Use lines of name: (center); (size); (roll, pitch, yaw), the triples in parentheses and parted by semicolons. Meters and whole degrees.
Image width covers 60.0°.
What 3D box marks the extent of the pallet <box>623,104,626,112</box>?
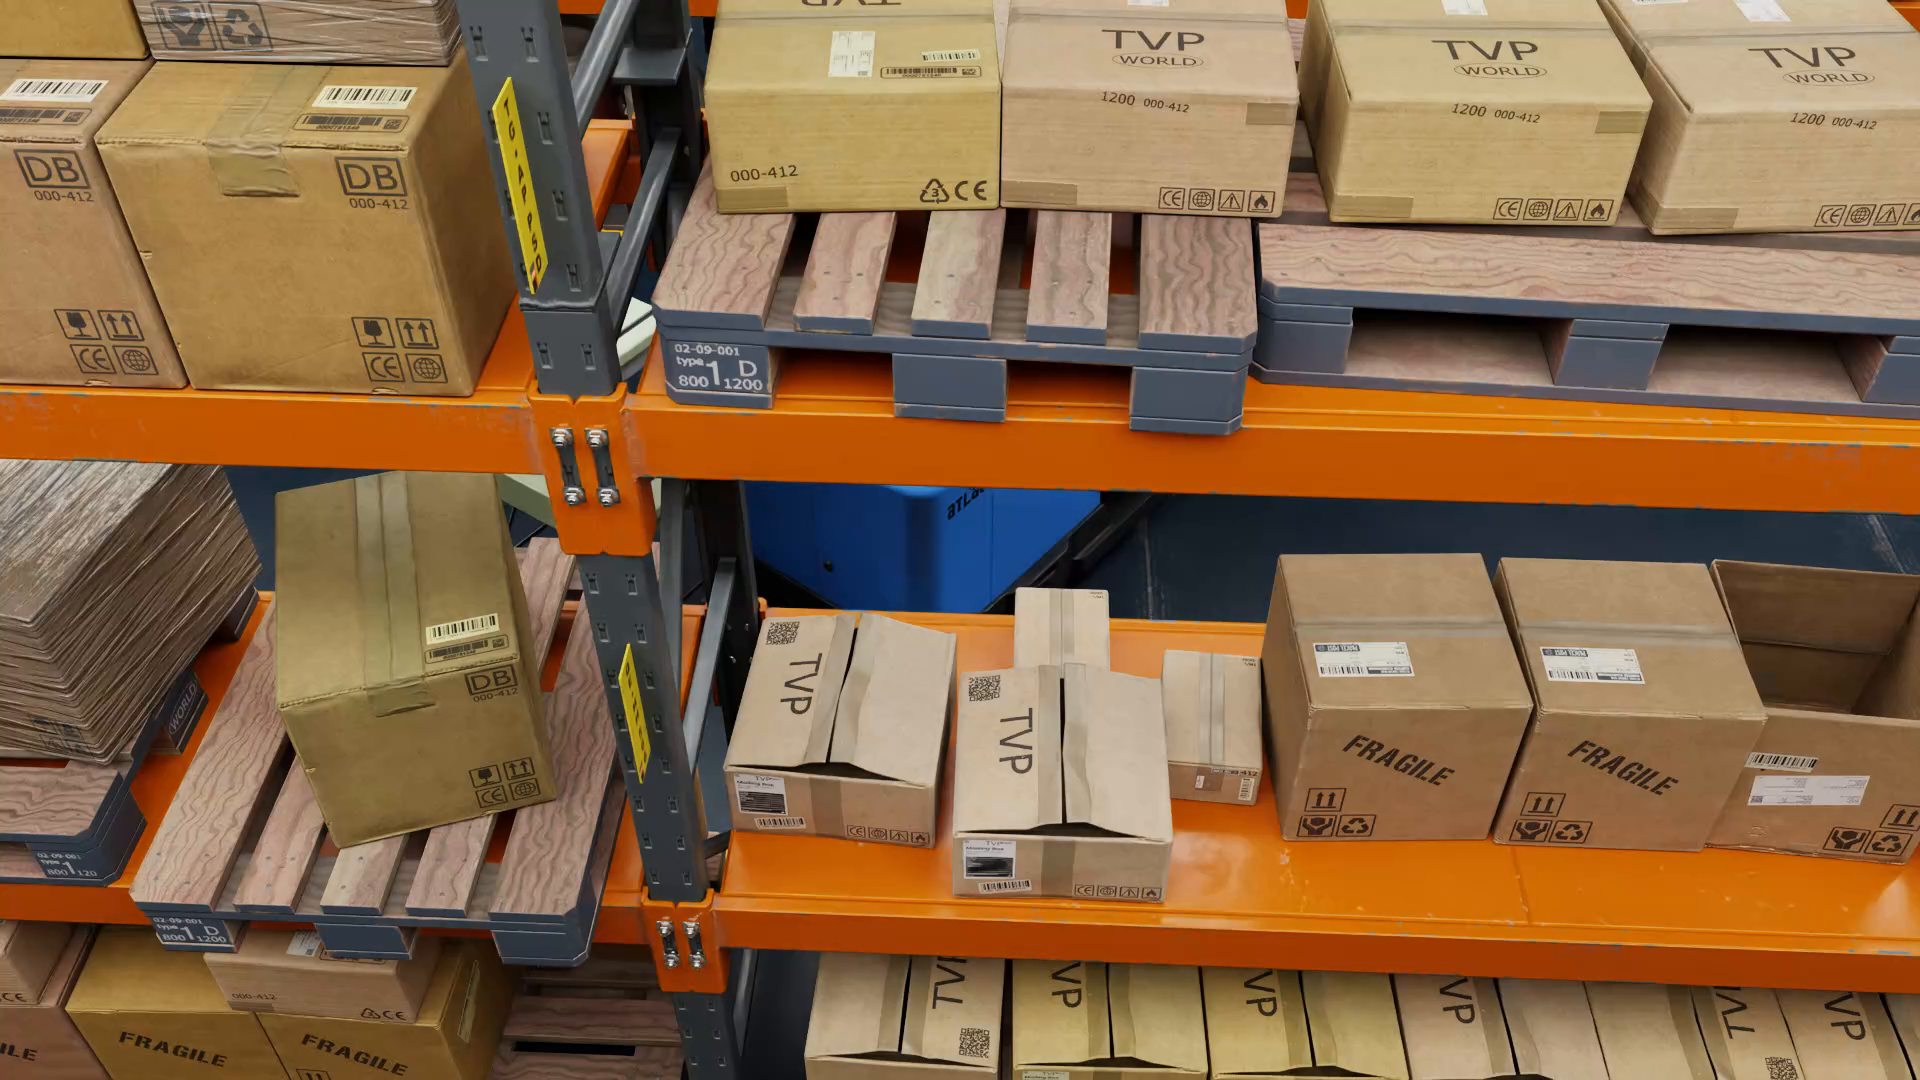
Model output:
pallet: (-2.422, -2.009, 8.751); (1.213, 0.211, 1.003); (2, 43, 2)

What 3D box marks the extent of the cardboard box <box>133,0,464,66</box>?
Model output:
cardboard box: (-1.080, -1.139, 2.764); (0.500, 0.500, 0.500); (2, 43, 2)

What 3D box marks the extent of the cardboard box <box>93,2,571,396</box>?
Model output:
cardboard box: (-1.081, -0.746, 3.076); (0.500, 0.500, 0.910); (2, 43, 2)

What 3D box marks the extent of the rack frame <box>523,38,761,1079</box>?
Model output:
rack frame: (-0.644, 0.379, 4.143); (0.127, 3.000, 1.000); (2, 43, 2)

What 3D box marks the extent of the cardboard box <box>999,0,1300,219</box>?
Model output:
cardboard box: (0.336, -0.838, 3.050); (0.500, 0.250, 0.500); (3, 43, 3)

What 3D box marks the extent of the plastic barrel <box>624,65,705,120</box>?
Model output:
plastic barrel: (-1.475, -2.197, 8.425); (0.421, 0.512, 0.421); (0, 43, 0)

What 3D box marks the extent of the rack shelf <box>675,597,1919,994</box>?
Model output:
rack shelf: (1.354, 0.704, 4.322); (4.000, 0.370, 1.077); (2, 43, 2)

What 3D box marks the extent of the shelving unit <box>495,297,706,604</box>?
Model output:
shelving unit: (-1.368, -0.382, 6.059); (0.755, 1.500, 0.431); (25, 49, 25)

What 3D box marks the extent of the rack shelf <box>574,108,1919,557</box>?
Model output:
rack shelf: (1.354, -0.394, 3.299); (4.000, 0.370, 1.077); (2, 43, 2)

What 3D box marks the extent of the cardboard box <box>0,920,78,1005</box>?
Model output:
cardboard box: (-2.668, 0.962, 4.478); (0.500, 0.250, 0.500); (1, 43, 1)

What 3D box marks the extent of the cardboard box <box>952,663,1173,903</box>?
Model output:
cardboard box: (0.241, 0.571, 4.002); (0.500, 0.311, 0.500); (1, 43, 1)

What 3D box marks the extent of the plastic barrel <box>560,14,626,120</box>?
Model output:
plastic barrel: (-2.035, -2.303, 8.483); (0.708, 0.588, 0.600); (2, 43, 2)

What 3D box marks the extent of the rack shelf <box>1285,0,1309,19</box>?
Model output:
rack shelf: (1.581, -2.669, 7.942); (4.000, 0.370, 1.077); (2, 43, 2)

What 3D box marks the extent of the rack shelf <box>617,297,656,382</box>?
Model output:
rack shelf: (-1.368, -0.667, 5.793); (0.720, 0.370, 0.431); (25, 49, 25)

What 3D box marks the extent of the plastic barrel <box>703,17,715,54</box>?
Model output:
plastic barrel: (-0.907, -2.357, 8.363); (0.708, 0.830, 0.600); (2, 43, 2)

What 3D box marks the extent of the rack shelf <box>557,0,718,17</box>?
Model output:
rack shelf: (-2.415, -2.792, 8.074); (4.000, 0.370, 1.077); (2, 43, 2)

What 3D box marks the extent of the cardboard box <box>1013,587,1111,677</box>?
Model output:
cardboard box: (0.267, 0.310, 4.400); (0.250, 0.149, 0.380); (2, 43, 2)

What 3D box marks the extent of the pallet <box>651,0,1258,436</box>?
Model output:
pallet: (0.038, -0.689, 3.227); (1.003, 0.211, 1.213); (4, 43, 4)

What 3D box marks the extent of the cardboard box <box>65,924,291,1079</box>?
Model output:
cardboard box: (-2.106, 1.248, 4.721); (0.500, 0.500, 0.500); (0, 43, 0)

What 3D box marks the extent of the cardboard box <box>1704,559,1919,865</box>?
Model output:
cardboard box: (2.059, 0.414, 4.031); (0.500, 0.500, 0.500); (5, 43, 5)

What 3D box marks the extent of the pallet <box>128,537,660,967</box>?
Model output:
pallet: (-1.324, 0.476, 4.179); (1.003, 0.211, 1.213); (2, 43, 2)

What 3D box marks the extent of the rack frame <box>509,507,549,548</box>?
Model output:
rack frame: (-1.669, -0.524, 6.212); (0.023, 1.500, 0.400); (25, 49, 25)

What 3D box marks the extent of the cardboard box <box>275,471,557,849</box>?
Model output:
cardboard box: (-1.278, 0.246, 3.904); (0.500, 0.500, 0.700); (-12, 44, -12)

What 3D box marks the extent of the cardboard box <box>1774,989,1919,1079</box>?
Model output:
cardboard box: (2.414, 1.320, 4.430); (0.500, 0.311, 0.500); (3, 43, 3)

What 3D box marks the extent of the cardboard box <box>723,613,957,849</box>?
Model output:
cardboard box: (-0.283, 0.453, 4.129); (0.500, 0.311, 0.500); (4, 43, 5)

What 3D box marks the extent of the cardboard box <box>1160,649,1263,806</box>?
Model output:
cardboard box: (0.632, 0.472, 4.227); (0.250, 0.149, 0.380); (5, 43, 5)

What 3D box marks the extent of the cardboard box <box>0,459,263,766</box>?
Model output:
cardboard box: (-2.183, 0.088, 4.073); (0.500, 0.500, 0.700); (9, 44, 10)

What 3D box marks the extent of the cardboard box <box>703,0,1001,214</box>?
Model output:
cardboard box: (-0.188, -0.842, 3.054); (0.500, 0.250, 0.500); (-1, 43, -1)

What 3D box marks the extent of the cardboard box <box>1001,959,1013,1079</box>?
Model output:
cardboard box: (0.368, 1.462, 4.689); (0.500, 0.250, 0.500); (1, 43, 1)

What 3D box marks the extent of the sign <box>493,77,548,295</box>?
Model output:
sign: (-0.671, -0.538, 2.547); (0.005, 0.325, 0.100); (2, 43, 2)

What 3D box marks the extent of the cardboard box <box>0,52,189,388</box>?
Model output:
cardboard box: (-1.591, -0.761, 3.093); (0.500, 0.500, 0.910); (2, 43, 2)

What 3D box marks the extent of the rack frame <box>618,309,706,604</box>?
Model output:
rack frame: (-1.067, -0.239, 5.907); (0.023, 1.500, 0.400); (25, 49, 25)

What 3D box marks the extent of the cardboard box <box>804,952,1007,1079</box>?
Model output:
cardboard box: (-0.134, 1.242, 4.514); (0.500, 0.311, 0.500); (3, 43, 3)

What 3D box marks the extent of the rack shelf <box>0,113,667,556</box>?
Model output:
rack shelf: (-2.642, -0.517, 3.431); (4.000, 0.370, 1.077); (2, 43, 2)

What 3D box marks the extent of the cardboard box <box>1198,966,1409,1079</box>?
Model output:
cardboard box: (0.900, 1.270, 4.484); (0.500, 0.311, 0.500); (1, 43, 1)

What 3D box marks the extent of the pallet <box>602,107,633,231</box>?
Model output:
pallet: (-1.207, -1.969, 8.709); (1.213, 0.211, 1.003); (2, 43, 2)

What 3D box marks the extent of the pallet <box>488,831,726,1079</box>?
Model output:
pallet: (-1.388, 1.351, 5.145); (1.213, 0.211, 1.003); (2, 43, 2)

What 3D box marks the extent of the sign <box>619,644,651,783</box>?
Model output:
sign: (-0.659, 0.354, 3.378); (0.005, 0.325, 0.100); (2, 43, 2)

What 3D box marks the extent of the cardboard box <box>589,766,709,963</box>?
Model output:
cardboard box: (-1.086, 0.924, 5.068); (0.500, 0.500, 0.500); (3, 43, 4)

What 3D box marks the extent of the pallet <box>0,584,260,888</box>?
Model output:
pallet: (-2.587, 0.393, 4.269); (1.213, 0.211, 1.003); (2, 43, 2)

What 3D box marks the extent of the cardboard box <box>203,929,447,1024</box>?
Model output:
cardboard box: (-1.645, 0.991, 4.447); (0.500, 0.250, 0.500); (3, 43, 4)

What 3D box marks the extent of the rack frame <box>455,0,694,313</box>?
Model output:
rack frame: (-0.644, -1.816, 2.098); (0.127, 3.000, 1.000); (2, 43, 2)

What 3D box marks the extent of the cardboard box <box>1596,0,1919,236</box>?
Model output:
cardboard box: (1.445, -0.795, 3.004); (0.500, 0.250, 0.500); (-2, 43, -2)

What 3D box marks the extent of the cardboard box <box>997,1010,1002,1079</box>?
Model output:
cardboard box: (-0.134, 1.448, 4.705); (0.500, 0.250, 0.500); (2, 43, 2)

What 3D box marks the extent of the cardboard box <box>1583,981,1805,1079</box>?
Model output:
cardboard box: (1.916, 1.303, 4.448); (0.500, 0.311, 0.500); (2, 43, 2)

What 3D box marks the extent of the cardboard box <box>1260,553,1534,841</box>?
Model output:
cardboard box: (1.033, 0.383, 4.065); (0.500, 0.500, 0.500); (0, 43, 0)

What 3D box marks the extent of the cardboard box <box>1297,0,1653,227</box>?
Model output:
cardboard box: (0.907, -0.813, 3.023); (0.500, 0.250, 0.500); (1, 43, 1)

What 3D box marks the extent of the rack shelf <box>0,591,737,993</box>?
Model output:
rack shelf: (-2.642, 0.581, 4.454); (4.000, 0.370, 1.077); (2, 43, 2)

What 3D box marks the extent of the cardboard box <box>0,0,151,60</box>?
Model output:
cardboard box: (-1.589, -1.154, 2.781); (0.500, 0.500, 0.500); (2, 43, 2)

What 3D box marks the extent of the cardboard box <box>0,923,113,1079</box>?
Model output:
cardboard box: (-2.630, 1.236, 4.734); (0.500, 0.500, 0.500); (0, 43, 0)

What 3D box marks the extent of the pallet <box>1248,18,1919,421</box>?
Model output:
pallet: (1.155, -0.657, 3.193); (1.213, 0.211, 1.003); (4, 43, 4)

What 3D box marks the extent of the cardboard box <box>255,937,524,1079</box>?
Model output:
cardboard box: (-1.589, 1.264, 4.704); (0.500, 0.500, 0.500); (3, 43, 4)

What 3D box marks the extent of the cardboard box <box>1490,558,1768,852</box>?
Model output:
cardboard box: (1.559, 0.399, 4.048); (0.500, 0.500, 0.500); (2, 43, 2)

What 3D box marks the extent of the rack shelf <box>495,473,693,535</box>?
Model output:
rack shelf: (-1.368, -0.143, 6.281); (0.720, 0.370, 0.431); (25, 49, 25)

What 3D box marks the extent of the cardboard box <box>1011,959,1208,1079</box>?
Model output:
cardboard box: (0.391, 1.253, 4.502); (0.500, 0.311, 0.500); (1, 43, 1)

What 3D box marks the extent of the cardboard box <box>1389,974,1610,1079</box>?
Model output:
cardboard box: (1.414, 1.285, 4.467); (0.500, 0.311, 0.500); (1, 43, 1)

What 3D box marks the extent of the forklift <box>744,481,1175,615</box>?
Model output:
forklift: (0.424, -1.443, 6.149); (1.130, 2.935, 3.031); (28, 50, 27)

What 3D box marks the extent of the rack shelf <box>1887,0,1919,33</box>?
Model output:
rack shelf: (5.577, -2.546, 7.811); (4.000, 0.370, 1.077); (2, 43, 2)
